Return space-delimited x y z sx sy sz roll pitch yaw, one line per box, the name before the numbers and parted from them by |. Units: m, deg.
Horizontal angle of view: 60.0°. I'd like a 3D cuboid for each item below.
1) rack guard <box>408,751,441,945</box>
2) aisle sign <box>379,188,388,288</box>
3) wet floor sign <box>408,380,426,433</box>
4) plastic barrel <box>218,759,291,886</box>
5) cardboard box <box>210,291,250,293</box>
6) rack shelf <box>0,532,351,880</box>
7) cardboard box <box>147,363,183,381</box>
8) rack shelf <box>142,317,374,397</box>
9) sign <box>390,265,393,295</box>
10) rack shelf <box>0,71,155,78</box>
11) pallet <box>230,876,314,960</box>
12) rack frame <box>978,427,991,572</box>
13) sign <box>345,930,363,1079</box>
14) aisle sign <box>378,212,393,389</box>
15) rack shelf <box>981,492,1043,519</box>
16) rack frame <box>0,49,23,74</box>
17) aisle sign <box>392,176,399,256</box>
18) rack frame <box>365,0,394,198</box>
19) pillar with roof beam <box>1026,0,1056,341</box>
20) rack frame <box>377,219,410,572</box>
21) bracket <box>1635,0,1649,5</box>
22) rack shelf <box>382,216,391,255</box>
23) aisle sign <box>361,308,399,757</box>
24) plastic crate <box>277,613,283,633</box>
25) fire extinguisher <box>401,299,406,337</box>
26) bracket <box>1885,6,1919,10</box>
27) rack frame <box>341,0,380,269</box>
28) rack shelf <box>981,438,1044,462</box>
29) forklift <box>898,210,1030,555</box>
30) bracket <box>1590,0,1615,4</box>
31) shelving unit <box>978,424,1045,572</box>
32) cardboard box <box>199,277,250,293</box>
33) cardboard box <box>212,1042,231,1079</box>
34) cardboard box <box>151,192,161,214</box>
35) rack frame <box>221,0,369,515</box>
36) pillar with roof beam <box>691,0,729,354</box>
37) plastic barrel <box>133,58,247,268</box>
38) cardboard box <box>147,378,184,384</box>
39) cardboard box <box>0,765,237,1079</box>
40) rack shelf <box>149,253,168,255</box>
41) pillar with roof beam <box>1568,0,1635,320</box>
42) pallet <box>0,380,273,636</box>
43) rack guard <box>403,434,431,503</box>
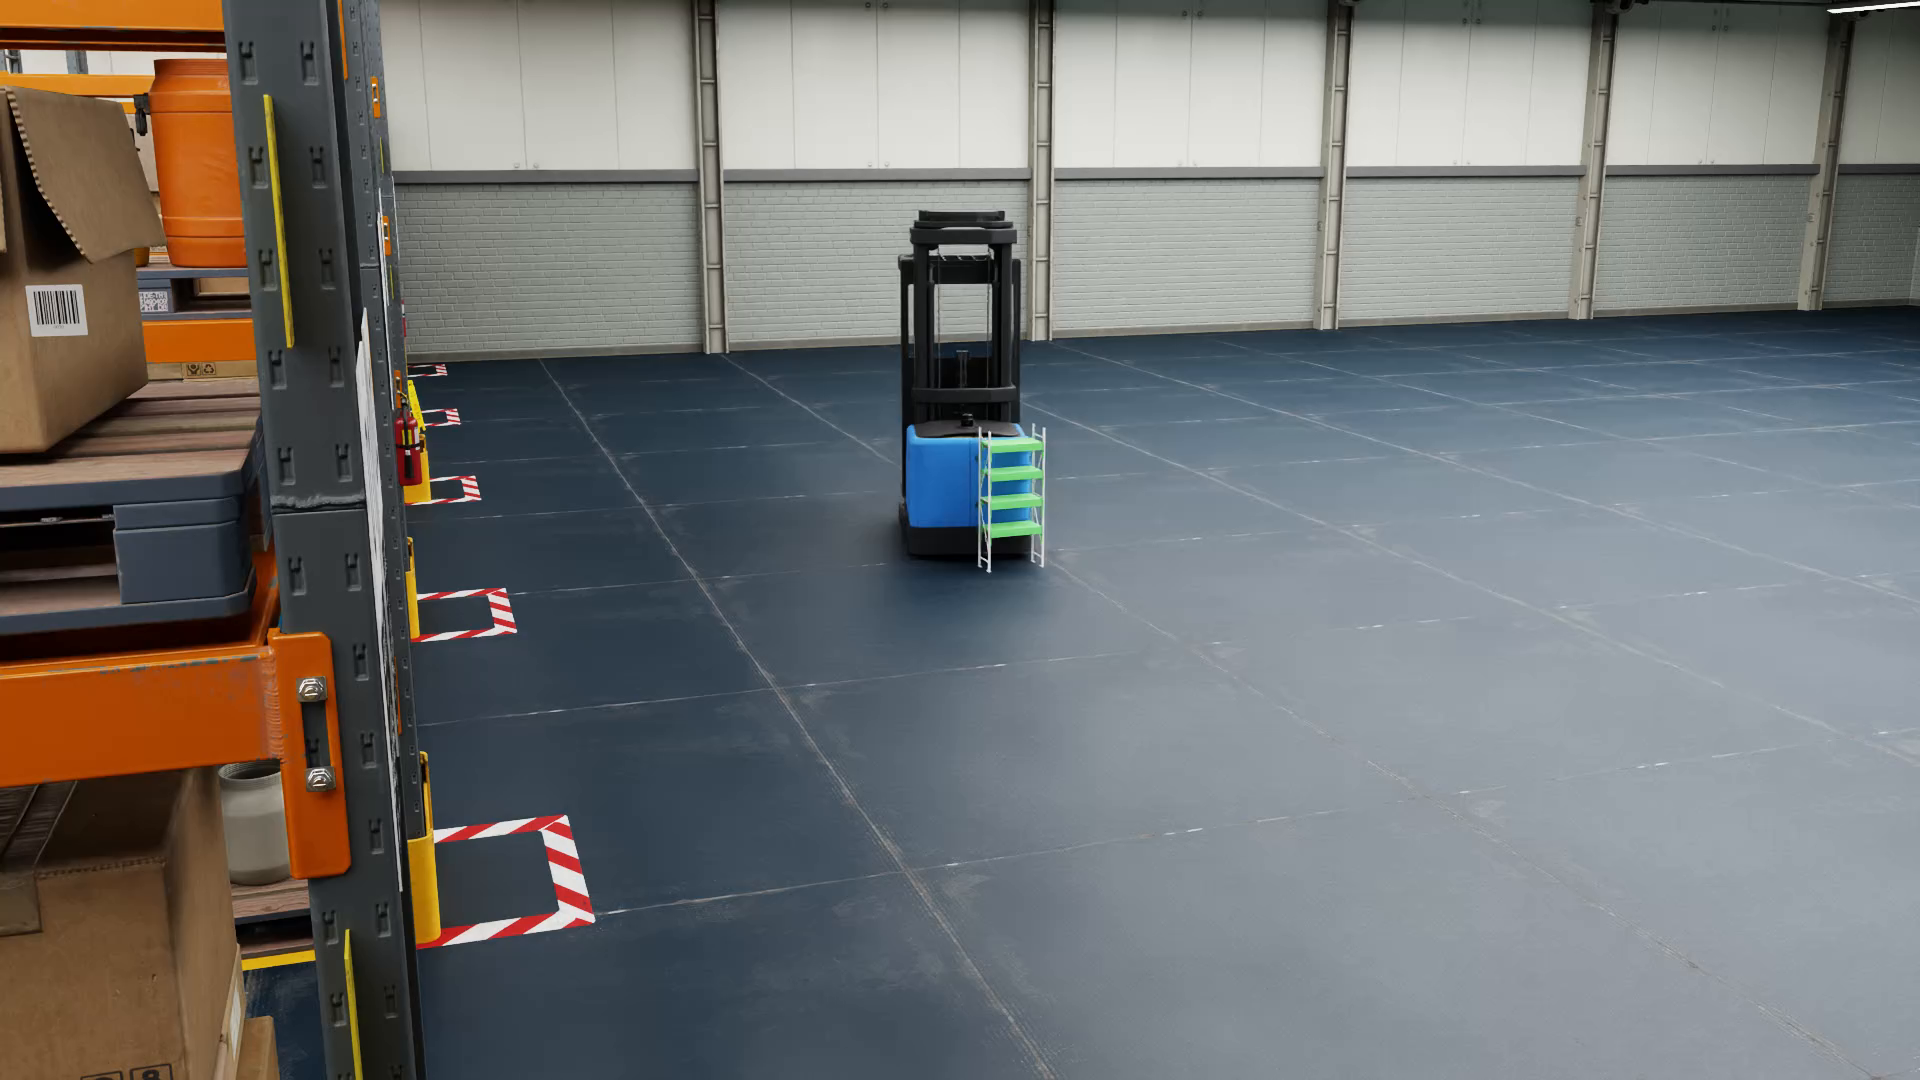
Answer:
rack guard | -2.697 1.455 7.945 0.348 0.500 1.175 -4 14 -18
aisle sign | -4.256 -2.198 12.285 0.004 0.787 0.394 -4 14 -18
wet floor sign | -6.859 -1.671 20.772 0.232 0.644 0.267 0 13 1
plastic barrel | -3.239 1.294 7.687 0.421 0.512 0.421 0 13 0
cardboard box | -5.304 -1.527 12.060 0.500 0.500 0.500 -4 14 -18
rack shelf | -2.959 0.348 2.270 4.000 0.370 1.077 -4 14 -18
cardboard box | -5.609 -1.374 11.416 0.500 0.500 0.500 -4 14 -18
rack shelf | -4.535 -0.739 6.838 4.000 0.370 1.077 -4 14 -18
sign | -5.546 -2.517 16.228 0.005 0.325 0.100 -4 14 -18
rack shelf | -9.276 -5.456 20.196 4.000 0.370 1.077 -4 14 -18
pallet | -3.468 1.654 7.731 1.213 0.211 1.003 -4 14 -18
rack frame | 0.207 -0.337 13.966 0.015 1.200 0.240 -5 14 -20
sign | -0.904 0.751 2.488 0.005 0.325 0.100 -4 14 -18
aisle sign | -2.665 -1.111 7.714 0.004 0.787 0.394 -4 14 -18
rack shelf | 0.435 -0.294 14.063 0.480 0.148 0.258 -5 14 -20
rack frame | -11.171 -5.660 19.492 0.127 3.000 1.000 -4 14 -18
aisle sign | -5.734 -3.294 16.892 0.004 0.787 0.394 -4 14 -18
rack frame | -5.706 -4.877 16.200 0.127 3.000 1.000 -4 14 -18
pillar with roof beam | 2.832 -7.131 25.677 0.400 9.000 9.100 -4 14 -18
rack frame | -4.219 -0.863 12.290 0.127 3.000 1.000 -4 14 -18
bracket | 13.339 -10.665 32.755 0.430 0.232 0.235 -4 14 -18
rack shelf | -7.601 -2.920 16.010 4.000 0.370 1.077 -4 14 -18
aisle sign | -1.099 -0.027 3.156 0.004 0.787 0.394 -4 14 -18
plastic crate | -3.019 0.398 7.309 0.616 0.251 0.499 -4 14 -18
fire extinguisher | -7.125 -2.906 21.047 0.183 0.674 0.296 -4 14 -18
bracket | 20.712 -11.239 35.169 3.189 0.066 0.076 -4 14 -18
rack frame | -2.640 -2.695 7.028 0.127 3.000 1.000 -4 14 -18
rack shelf | 0.435 -0.761 13.952 0.480 0.148 0.258 -5 14 -20
forklift | -0.009 -1.585 15.471 1.130 2.935 3.031 -1 13 -4
bracket | 12.552 -10.604 32.498 0.430 0.232 0.235 -4 14 -18
shelving unit | 0.435 -0.356 14.049 0.503 1.200 0.258 -5 14 -20
cardboard box | -7.136 -2.466 16.368 0.550 0.550 0.875 -4 14 -18
cardboard box | -1.365 1.016 2.773 0.250 0.149 0.380 -5 14 -19
cardboard box | -5.396 -2.302 11.319 0.250 0.149 0.380 -4 14 -17
rack frame | -1.063 -1.609 2.460 0.127 3.000 1.000 -4 14 -18
pillar with roof beam | -2.854 -6.689 23.816 0.400 9.000 9.100 -4 14 -18
plastic barrel | -3.060 -1.586 7.009 0.708 0.830 0.600 -4 14 -18
cardboard box | -5.673 -0.931 11.717 0.500 0.500 0.875 -4 14 -18
cardboard box | -1.560 0.666 2.843 0.500 0.500 0.700 -4 14 -18
rack shelf | -6.115 -1.825 11.405 4.000 0.370 1.077 -4 14 -18
pillar with roof beam | 14.206 -8.017 29.401 0.548 9.000 9.100 -4 14 -18
pallet | -1.742 -0.060 2.622 1.213 0.211 1.003 -4 14 -18
rack guard | -5.683 -0.744 17.191 0.348 0.500 1.175 -4 14 -18
